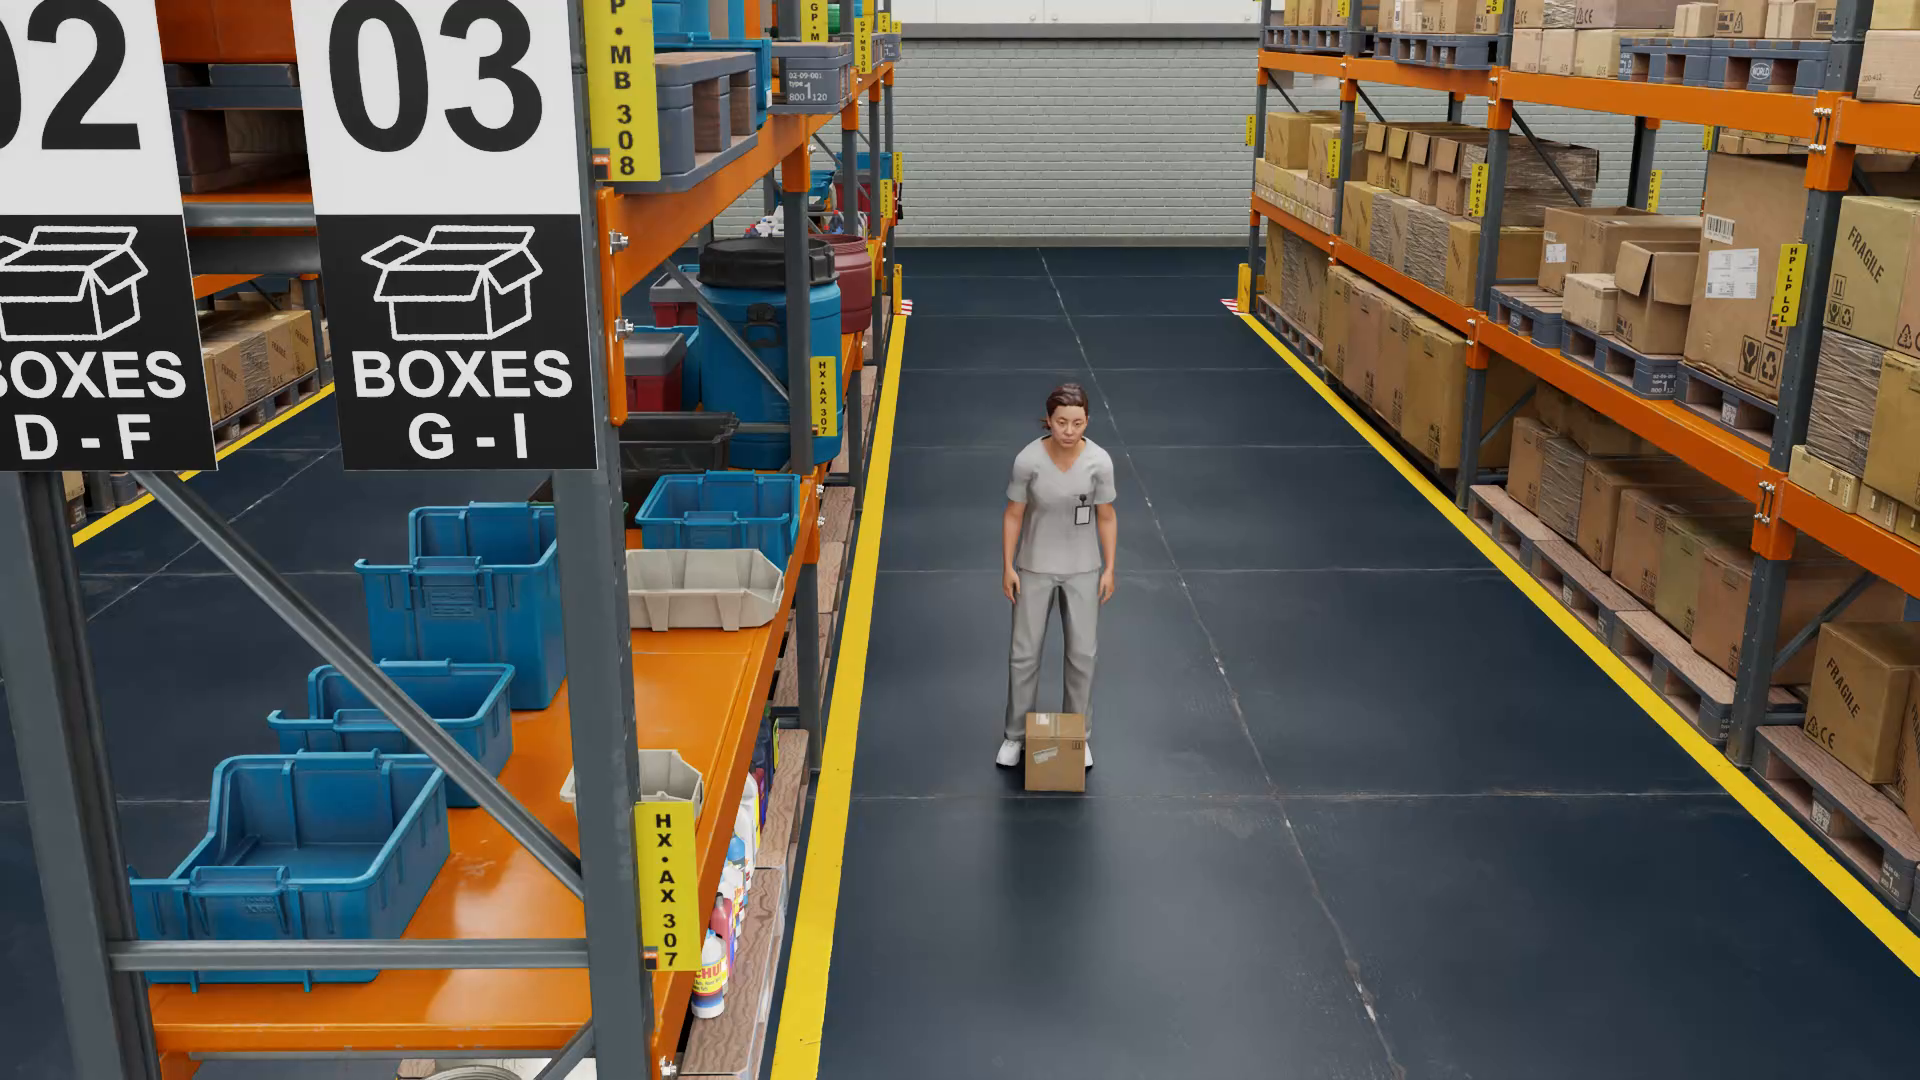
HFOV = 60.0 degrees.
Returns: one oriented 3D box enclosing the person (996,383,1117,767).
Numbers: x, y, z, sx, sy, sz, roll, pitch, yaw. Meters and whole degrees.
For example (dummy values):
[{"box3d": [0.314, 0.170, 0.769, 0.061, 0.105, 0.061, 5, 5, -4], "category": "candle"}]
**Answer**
[{"box3d": [0.413, 0.146, 7.078, 0.508, 1.671, 0.366, 0, 17, 1], "category": "person"}]
